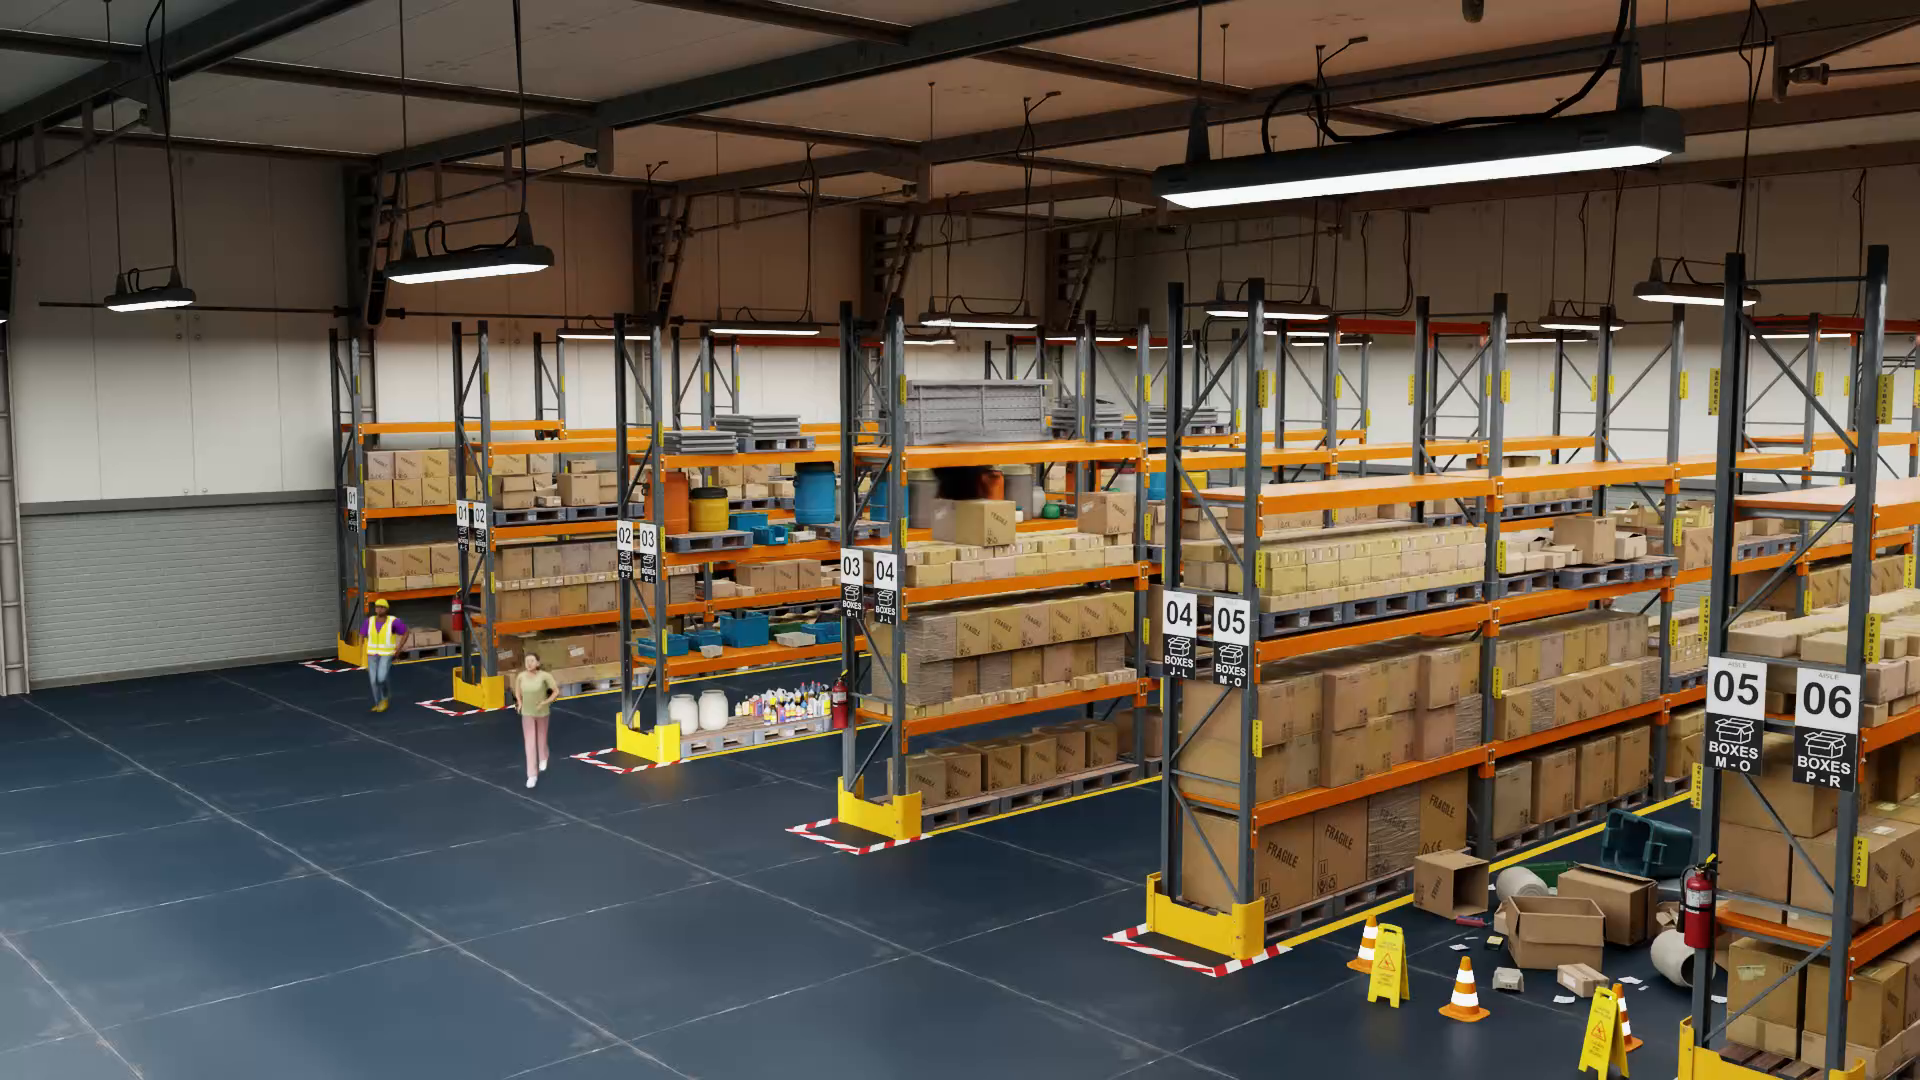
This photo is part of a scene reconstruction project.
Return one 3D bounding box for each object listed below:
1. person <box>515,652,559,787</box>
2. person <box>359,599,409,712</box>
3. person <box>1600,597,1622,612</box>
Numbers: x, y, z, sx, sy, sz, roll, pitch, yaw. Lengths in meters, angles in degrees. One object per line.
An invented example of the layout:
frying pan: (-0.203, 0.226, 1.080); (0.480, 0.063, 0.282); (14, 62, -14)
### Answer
person: (-5.376, 2.232, 21.135); (0.577, 1.661, 0.889); (0, 6, -3)
person: (-8.893, 1.774, 25.505); (0.715, 1.739, 0.568); (0, 6, 3)
person: (10.302, 1.662, 26.592); (0.627, 1.764, 0.777); (5, 8, 42)
